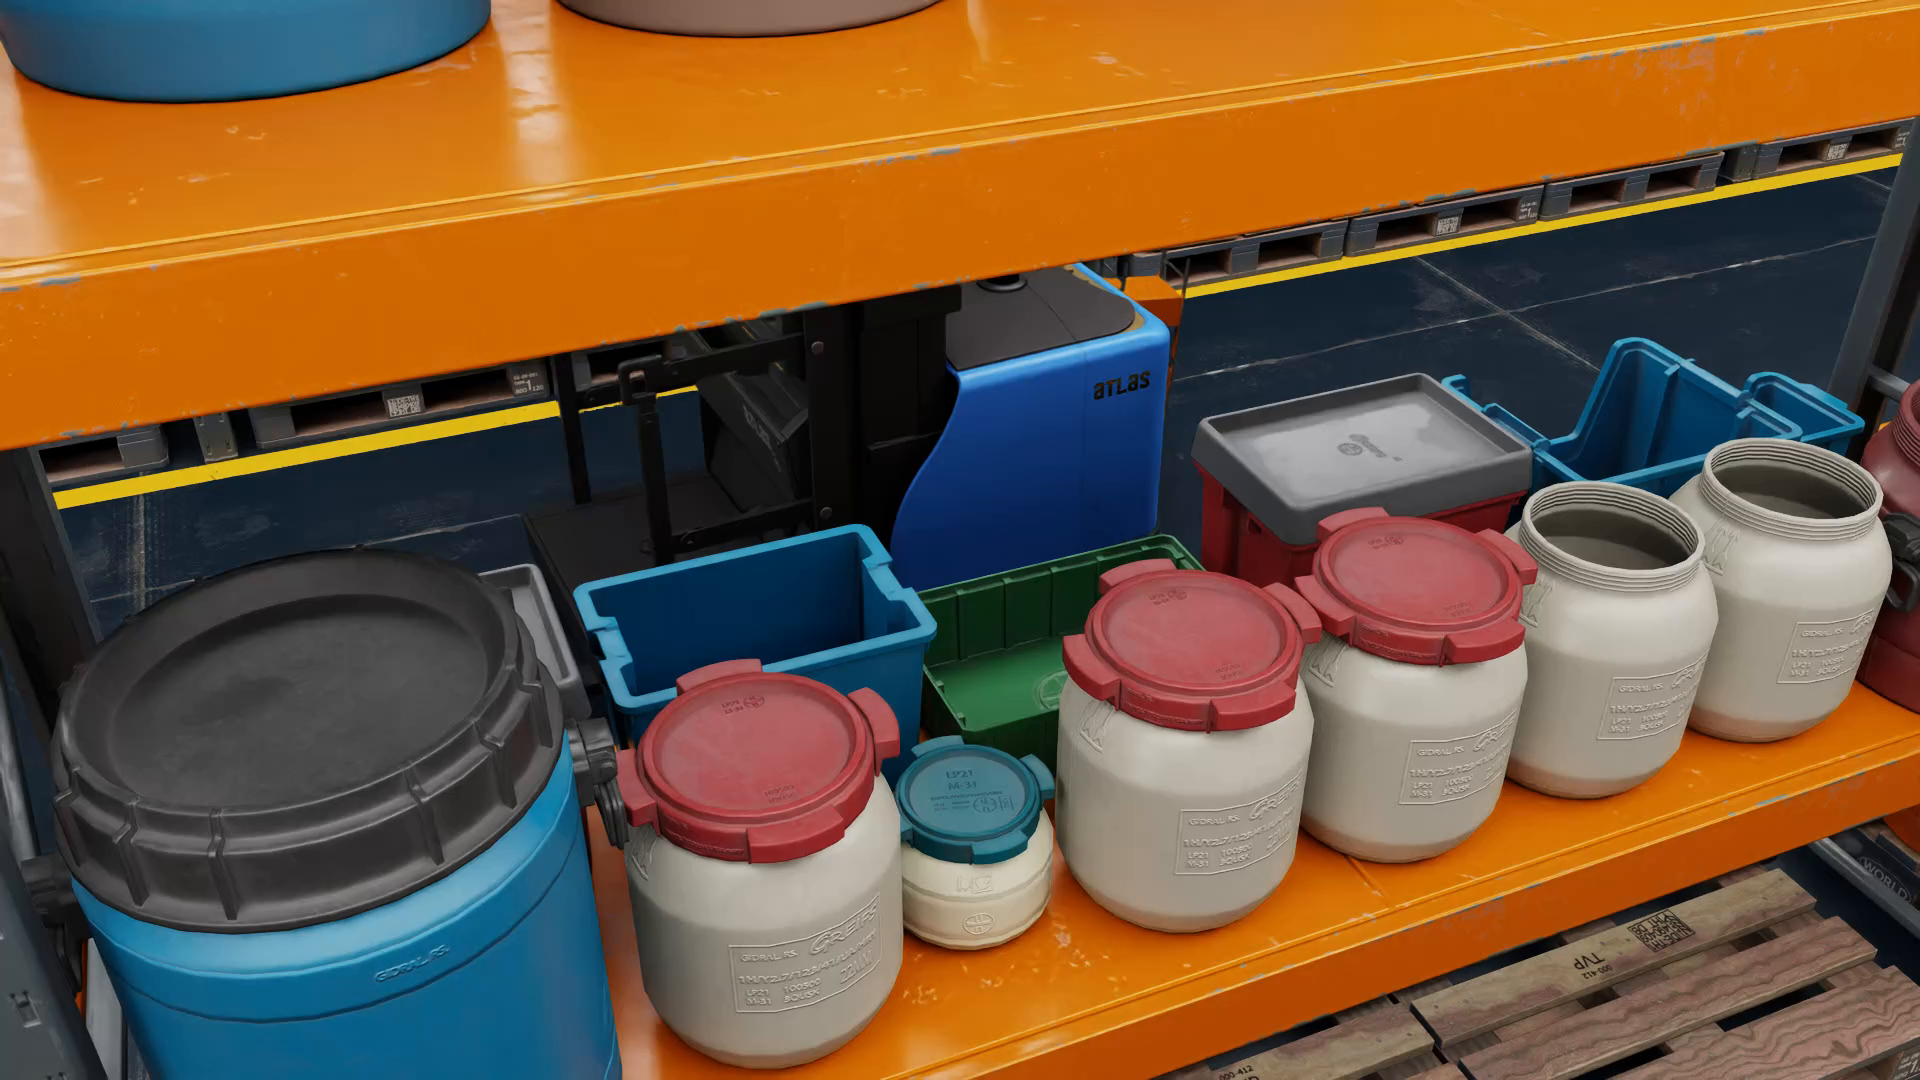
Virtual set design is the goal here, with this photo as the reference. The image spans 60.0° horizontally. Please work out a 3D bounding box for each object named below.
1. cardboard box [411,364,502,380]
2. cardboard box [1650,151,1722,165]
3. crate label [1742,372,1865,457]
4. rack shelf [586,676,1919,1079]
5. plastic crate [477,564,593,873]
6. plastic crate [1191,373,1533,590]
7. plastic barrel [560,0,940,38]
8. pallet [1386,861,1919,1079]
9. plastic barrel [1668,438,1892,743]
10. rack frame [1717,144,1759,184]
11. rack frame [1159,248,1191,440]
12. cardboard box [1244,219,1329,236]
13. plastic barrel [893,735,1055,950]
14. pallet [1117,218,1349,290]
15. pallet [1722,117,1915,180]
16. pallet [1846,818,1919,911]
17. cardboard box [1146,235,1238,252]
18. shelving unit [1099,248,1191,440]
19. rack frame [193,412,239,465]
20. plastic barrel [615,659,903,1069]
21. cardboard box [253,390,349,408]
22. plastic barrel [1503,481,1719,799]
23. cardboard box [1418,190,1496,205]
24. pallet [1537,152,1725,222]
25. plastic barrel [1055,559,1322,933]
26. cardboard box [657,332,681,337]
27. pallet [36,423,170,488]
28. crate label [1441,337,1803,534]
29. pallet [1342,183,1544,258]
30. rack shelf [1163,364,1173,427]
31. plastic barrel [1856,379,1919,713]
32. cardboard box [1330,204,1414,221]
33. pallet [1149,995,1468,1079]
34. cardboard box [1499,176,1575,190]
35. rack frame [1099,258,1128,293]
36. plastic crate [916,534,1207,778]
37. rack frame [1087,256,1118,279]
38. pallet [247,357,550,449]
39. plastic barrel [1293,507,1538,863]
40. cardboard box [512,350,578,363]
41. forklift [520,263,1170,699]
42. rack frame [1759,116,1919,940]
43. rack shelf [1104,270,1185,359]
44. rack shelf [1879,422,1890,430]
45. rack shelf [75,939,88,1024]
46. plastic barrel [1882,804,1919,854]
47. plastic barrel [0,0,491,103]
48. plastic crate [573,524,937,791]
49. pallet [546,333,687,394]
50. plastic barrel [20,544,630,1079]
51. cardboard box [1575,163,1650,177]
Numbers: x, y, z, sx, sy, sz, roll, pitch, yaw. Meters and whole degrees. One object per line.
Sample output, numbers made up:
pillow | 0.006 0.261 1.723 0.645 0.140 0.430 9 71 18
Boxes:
cardboard box | -2.242 -0.917 7.045 0.500 0.250 0.500 -12 35 -18
cardboard box | 3.850 -2.403 9.082 0.500 0.500 0.500 -13 35 -19
crate label | 1.887 -0.208 3.973 0.416 0.233 0.303 -13 35 -19
rack shelf | 0.576 0.545 3.321 4.000 0.370 1.077 -13 35 -19
plastic crate | -0.940 0.383 2.852 0.583 0.464 0.402 -13 35 -19
plastic crate | 0.812 -0.018 3.469 0.583 0.464 0.402 -13 35 -19
plastic barrel | -0.280 -1.156 2.066 0.600 0.901 0.600 0 33 0
pallet | 1.691 1.134 4.313 1.213 0.211 1.003 -13 35 -19
plastic barrel | 1.555 0.099 3.245 0.421 0.512 0.421 0 33 0
rack frame | 4.194 -3.515 8.902 0.127 3.000 1.000 -13 35 -19
rack frame | 0.735 -0.589 6.195 0.008 1.050 0.200 -7 33 -19
cardboard box | 1.517 -1.873 8.266 0.500 0.500 0.500 -14 36 -21
plastic barrel | 0.012 0.522 2.825 0.301 0.262 0.301 0 33 0
pallet | 1.209 -1.640 8.577 1.213 0.211 1.003 -13 35 -19
pallet | 4.828 -2.490 9.884 1.213 0.211 1.003 -13 35 -19
pallet | 3.131 0.803 4.823 1.213 0.211 1.003 -13 35 -19
cardboard box | 1.037 -1.759 8.092 0.500 0.500 0.500 -11 35 -17
shelving unit | 0.620 -0.575 6.154 0.252 1.050 0.215 -7 33 -19
rack frame | -3.182 -1.826 6.306 0.127 3.000 1.000 -13 35 -19
plastic barrel | -0.301 0.517 2.580 0.433 0.535 0.433 0 33 0
cardboard box | -2.714 -0.810 6.880 0.500 0.250 0.500 -14 35 -20
plastic barrel | 1.166 0.188 3.108 0.421 0.512 0.421 0 33 0
cardboard box | 2.461 -2.089 8.599 0.500 0.500 0.500 -14 36 -21
pallet | 3.459 -2.155 9.369 1.213 0.211 1.003 -13 35 -19
plastic barrel | 0.376 0.362 2.818 0.433 0.535 0.433 0 33 0
cardboard box | -1.296 -1.135 7.380 0.500 0.250 0.500 -12 35 -18
pallet | -3.931 -0.510 6.840 1.213 0.211 1.003 -13 35 -19
crate label | 1.400 -0.120 3.651 0.616 0.435 0.502 -13 35 -19
pallet | 2.332 -1.896 8.970 1.213 0.211 1.003 -13 35 -19
rack shelf | 0.619 -0.566 6.160 0.240 0.259 0.215 -7 33 -19
plastic barrel | 2.110 0.015 3.352 0.708 0.536 0.600 -13 35 -19
cardboard box | 1.982 -1.976 8.425 0.500 0.500 0.500 -13 35 -20
pallet | 0.568 1.390 3.921 1.213 0.211 1.003 -13 35 -19
cardboard box | 2.929 -2.197 8.765 0.500 0.500 0.500 -12 35 -18
rack frame | 0.506 -0.561 6.114 0.008 1.050 0.200 -7 33 -19
plastic crate | 0.229 0.245 3.317 0.662 0.188 0.450 -13 35 -19
rack frame | 0.506 -2.670 7.604 0.127 3.000 1.000 -13 35 -19
pallet | -2.518 -0.832 7.335 1.213 0.211 1.003 -13 35 -19
plastic barrel | 0.775 0.271 2.959 0.433 0.535 0.433 0 33 0
cardboard box | -1.766 -1.028 7.215 0.500 0.250 0.500 -14 36 -20
forklift | -0.856 -0.885 4.922 3.031 2.935 1.130 -16 36 -22
rack frame | 2.420 -0.179 3.774 0.127 3.000 1.000 -13 35 -19
rack shelf | 0.641 -0.807 6.012 0.240 0.259 0.215 -7 33 -19
rack shelf | 4.264 -0.299 4.619 4.000 0.370 1.077 -13 35 -19
rack shelf | -3.112 1.390 2.024 4.000 0.370 1.077 -13 35 -19
plastic barrel | 2.865 0.443 4.423 0.708 0.830 0.600 -13 35 -19
plastic barrel | -0.883 -1.018 1.854 0.708 0.901 0.600 -13 35 -19
plastic crate | -0.371 0.283 3.079 0.575 0.384 0.392 -13 35 -19
pallet | -1.391 -1.092 7.734 1.213 0.211 1.003 -13 35 -19
plastic barrel | -0.794 0.526 2.231 0.708 0.901 0.600 -13 35 -19
cardboard box | 3.391 -2.303 8.928 0.500 0.500 0.500 -13 35 -19
